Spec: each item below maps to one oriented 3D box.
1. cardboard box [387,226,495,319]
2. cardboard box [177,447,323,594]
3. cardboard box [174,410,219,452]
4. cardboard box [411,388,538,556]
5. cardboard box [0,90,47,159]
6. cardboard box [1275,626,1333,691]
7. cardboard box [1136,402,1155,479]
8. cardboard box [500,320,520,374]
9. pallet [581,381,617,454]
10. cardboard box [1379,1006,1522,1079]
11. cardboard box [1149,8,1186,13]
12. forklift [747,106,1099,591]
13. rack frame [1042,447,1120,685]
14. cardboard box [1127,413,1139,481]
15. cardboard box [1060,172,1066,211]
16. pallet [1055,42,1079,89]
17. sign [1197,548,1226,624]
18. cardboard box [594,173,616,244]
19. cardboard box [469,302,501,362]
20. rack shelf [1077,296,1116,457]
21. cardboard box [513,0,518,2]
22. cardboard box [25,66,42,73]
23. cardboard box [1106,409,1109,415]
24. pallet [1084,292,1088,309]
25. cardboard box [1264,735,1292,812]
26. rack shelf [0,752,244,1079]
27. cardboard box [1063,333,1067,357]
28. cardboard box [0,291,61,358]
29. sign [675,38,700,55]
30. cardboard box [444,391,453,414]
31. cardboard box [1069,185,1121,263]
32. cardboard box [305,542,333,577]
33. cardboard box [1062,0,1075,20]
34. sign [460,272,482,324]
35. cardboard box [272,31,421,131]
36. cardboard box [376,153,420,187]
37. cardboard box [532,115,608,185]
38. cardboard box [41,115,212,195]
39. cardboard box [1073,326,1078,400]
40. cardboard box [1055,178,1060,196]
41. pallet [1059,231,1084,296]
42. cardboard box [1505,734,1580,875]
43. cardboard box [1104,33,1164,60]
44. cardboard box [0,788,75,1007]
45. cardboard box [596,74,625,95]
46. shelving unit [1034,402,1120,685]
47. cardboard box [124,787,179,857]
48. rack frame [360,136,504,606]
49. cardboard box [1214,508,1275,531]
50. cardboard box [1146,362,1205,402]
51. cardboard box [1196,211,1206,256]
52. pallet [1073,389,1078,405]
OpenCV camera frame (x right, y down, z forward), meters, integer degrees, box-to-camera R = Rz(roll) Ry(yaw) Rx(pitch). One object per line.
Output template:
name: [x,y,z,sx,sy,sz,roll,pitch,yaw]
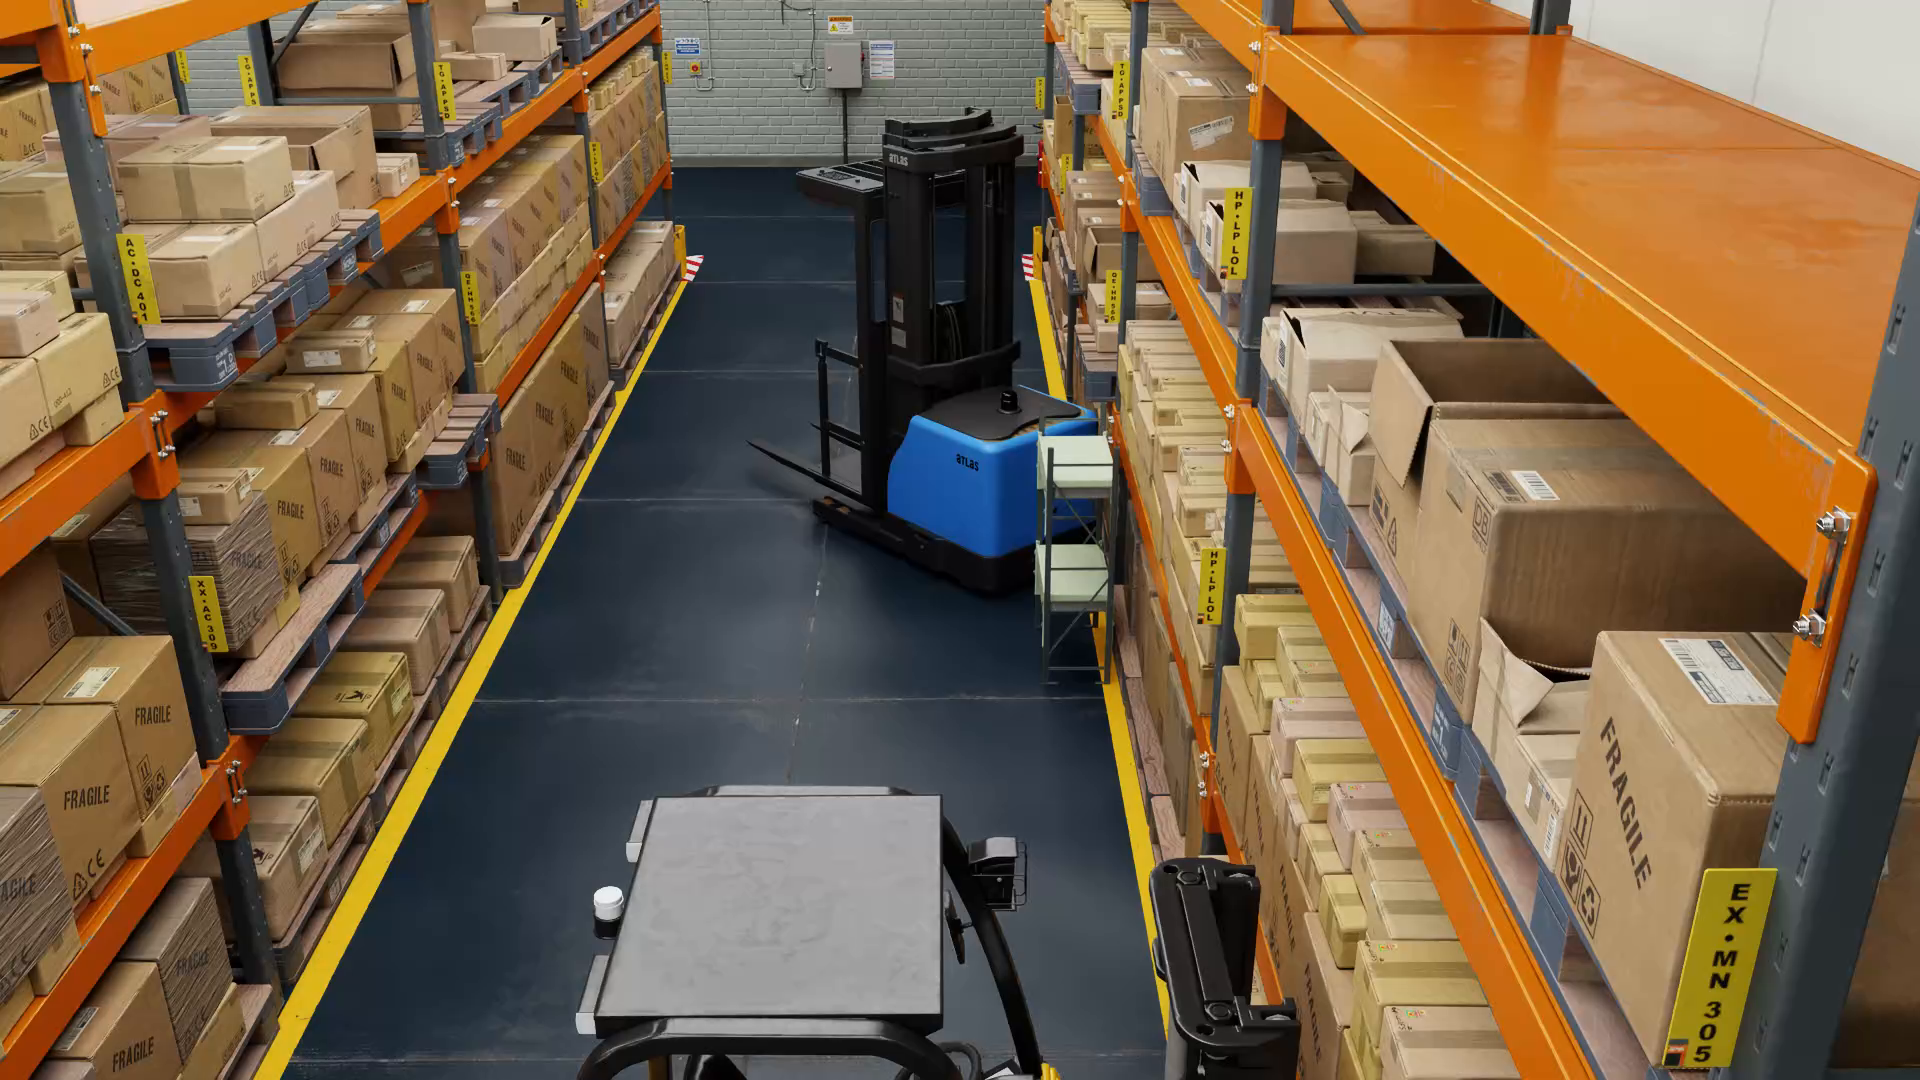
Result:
cardboard box: [-3.253,-1.666,10.458,0.500,0.500,0.500,-1,24,-2]
cardboard box: [-3.173,-0.085,7.307,0.500,0.500,0.500,0,24,0]
cardboard box: [-3.690,-0.291,7.761,0.500,0.500,0.500,1,24,1]
cardboard box: [-3.417,-0.469,11.215,0.875,0.875,0.875,0,24,-1]
cardboard box: [-8.267,-3.582,14.334,0.500,0.500,0.500,-1,24,-2]
cardboard box: [1.332,0.427,5.895,0.380,0.149,0.250,0,24,0]
cardboard box: [1.223,-0.538,8.874,0.500,0.250,0.500,-1,24,-2]
cardboard box: [-3.269,-1.306,11.180,0.500,0.250,0.500,-1,24,-2]
pallet: [-3.452,-1.020,13.750,1.003,0.211,1.213,0,24,-1]
cardboard box: [1.238,1.270,4.032,0.380,0.149,0.250,0,24,1]
cardboard box: [1.578,-3.818,12.224,0.380,0.149,0.250,0,24,1]
forklift: [-0.411,-1.529,11.574,1.130,2.935,3.031,-20,31,-37]
rack frame: [0.688,0.170,9.555,0.400,1.500,0.023,0,24,-1]
cardboard box: [1.232,-0.525,9.452,0.500,0.250,0.500,-1,24,-2]
cardboard box: [1.158,-3.115,14.818,0.500,0.250,0.500,0,24,0]
pallet: [1.364,-3.644,12.756,1.213,0.211,1.003,0,24,-1]
sign: [0.972,0.179,6.405,0.100,0.325,0.005,0,24,-1]
cardboard box: [-3.279,-2.849,14.287,0.500,0.500,0.500,1,24,1]
cardboard box: [-3.251,-1.330,10.625,0.500,0.250,0.500,0,24,-1]
rack shelf: [1.449,-1.481,12.256,1.077,0.370,4.000,0,24,-1]
cardboard box: [-3.866,-4.468,14.024,0.380,0.149,0.250,0,24,1]
cardboard box: [-8.794,-4.221,15.747,0.500,0.500,0.500,-1,24,-2]
cardboard box: [1.259,-0.967,11.985,0.380,0.149,0.250,-1,24,-1]
pallet: [1.445,-1.698,12.097,1.003,0.211,1.213,0,24,-1]
cardboard box: [1.219,0.771,5.496,0.380,0.149,0.250,0,24,1]
rack shelf: [-3.427,1.840,4.915,1.077,0.370,4.000,0,24,-1]
cardboard box: [1.128,-1.753,14.936,0.380,0.149,0.250,-1,24,-2]
cardboard box: [-3.147,-0.691,5.336,0.380,0.149,0.250,-1,24,-2]
sign: [-3.713,-6.728,22.659,0.327,0.218,0.001,0,24,-1]
cardboard box: [-3.178,-0.793,9.659,0.380,0.149,0.250,0,24,0]
cardboard box: [1.215,-2.456,12.908,0.700,0.500,0.500,0,24,0]
cardboard box: [-3.173,0.056,7.781,0.380,0.149,0.250,0,24,0]
cardboard box: [0.992,-4.132,12.919,0.380,0.149,0.250,0,24,1]
sign: [-2.950,-1.458,10.025,0.100,0.325,0.005,0,24,-1]
cardboard box: [-3.647,-2.720,9.849,0.797,0.503,0.637,-2,24,-4]
cardboard box: [-3.279,-2.084,9.382,0.380,0.149,0.250,0,24,-1]
cardboard box: [-3.299,-3.307,14.087,0.500,0.500,0.500,0,24,0]
cardboard box: [-3.616,-1.688,7.268,0.500,0.250,0.500,0,24,0]
cardboard box: [1.208,-1.484,13.916,0.500,0.500,0.500,1,24,2]
cardboard box: [1.101,-3.390,15.910,0.380,0.149,0.250,0,24,1]
pallet: [1.327,-2.215,13.241,1.003,0.211,1.213,0,24,-1]
cardboard box: [1.246,0.483,3.076,0.380,0.149,0.250,-1,24,-2]
cardboard box: [1.157,-3.275,11.048,0.380,0.149,0.250,0,24,0]
cardboard box: [-3.173,1.115,5.163,0.500,0.500,0.500,0,24,1]
cardboard box: [-3.278,-4.164,15.195,0.380,0.149,0.250,0,24,0]
shelving unit: [0.681,0.019,9.888,0.431,1.500,0.755,0,24,-1]
cardboard box: [-3.131,1.036,6.124,0.380,0.149,0.250,0,24,1]
rack frame: [-3.492,-0.960,10.233,1.000,3.000,0.127,0,24,-1]
cardboard box: [1.318,-0.024,7.255,0.380,0.149,0.250,0,24,-1]
cardboard box: [1.228,-0.869,9.123,0.380,0.149,0.250,0,24,0]
cardboard box: [1.199,-1.277,6.967,0.380,0.149,0.250,0,24,-1]
pallet: [1.474,-1.027,13.764,1.003,0.211,1.213,0,24,-1]
